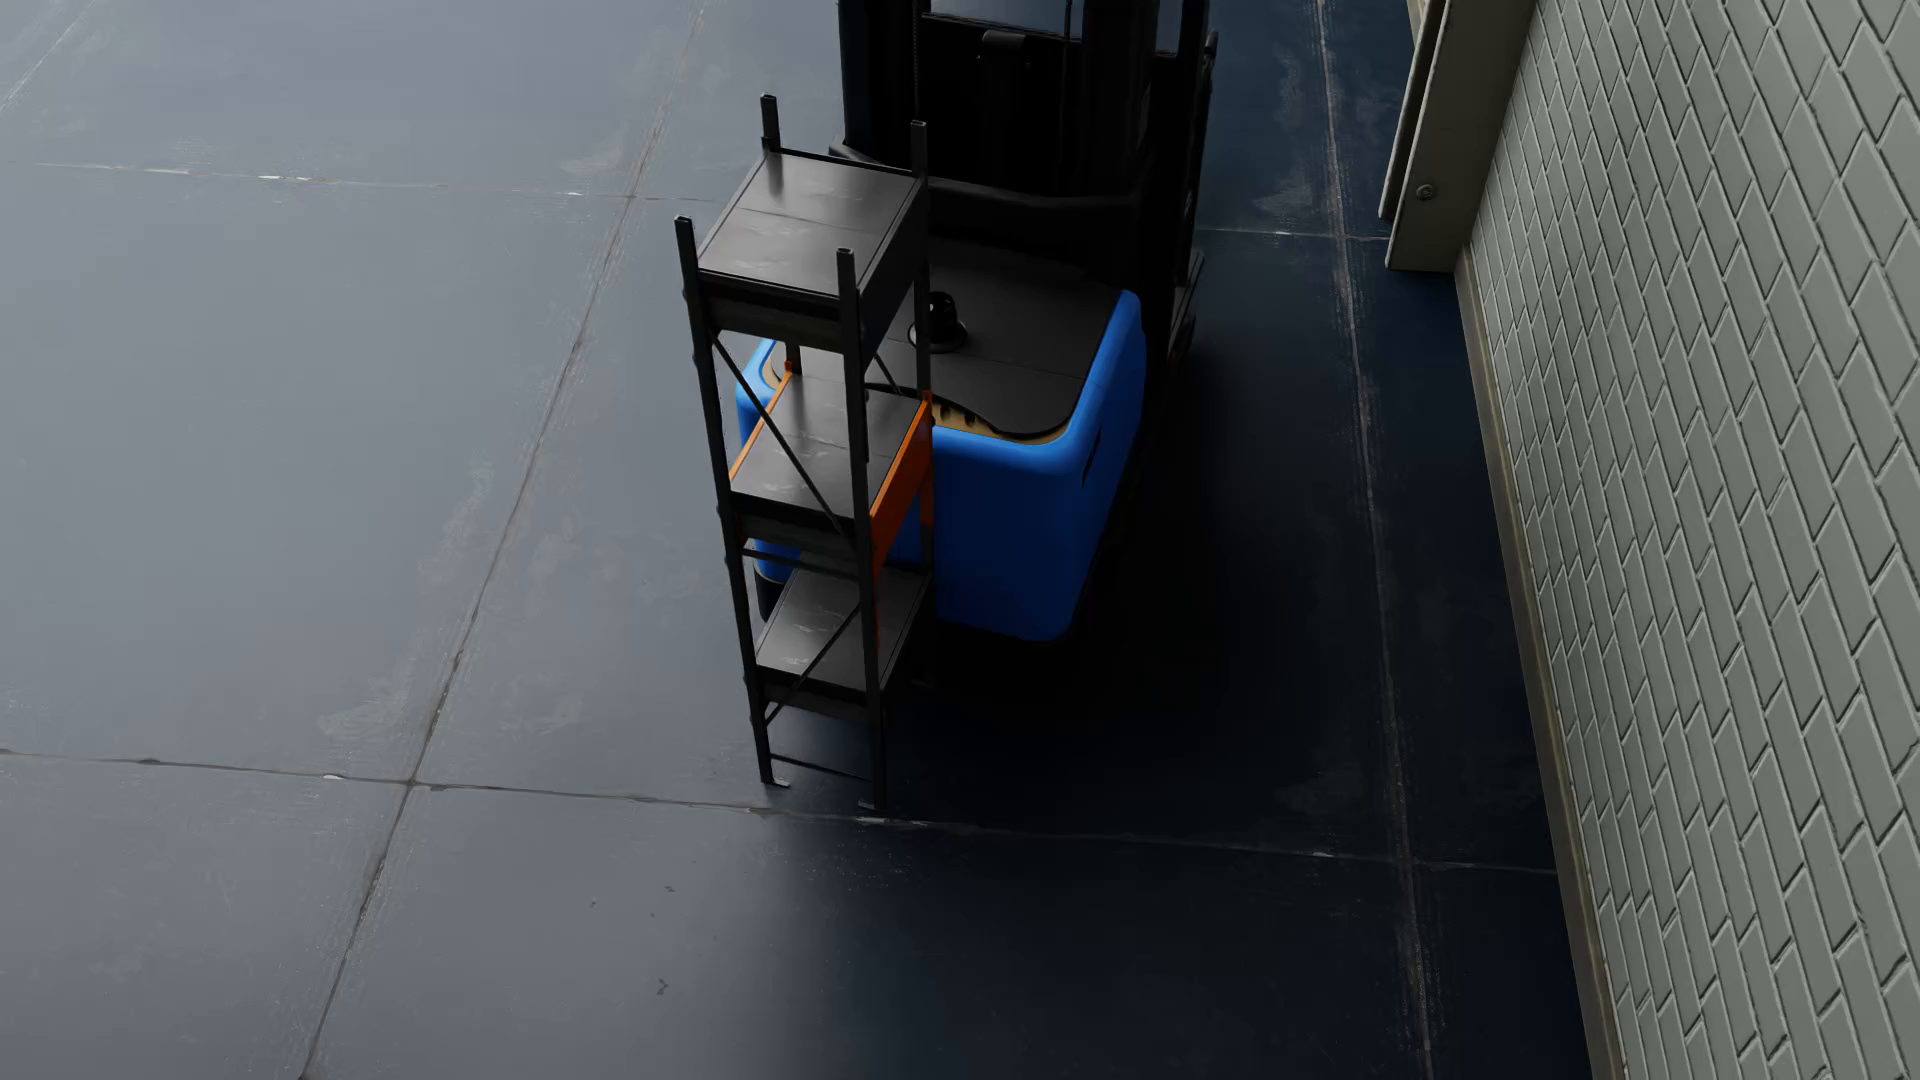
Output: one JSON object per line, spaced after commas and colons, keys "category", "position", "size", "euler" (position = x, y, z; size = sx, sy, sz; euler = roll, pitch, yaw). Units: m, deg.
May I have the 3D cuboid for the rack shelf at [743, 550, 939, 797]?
{"category": "rack shelf", "position": [-0.341, 0.377, 4.950], "size": [0.431, 0.518, 0.480], "euler": [13, 49, 12]}

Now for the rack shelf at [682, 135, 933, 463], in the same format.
{"category": "rack shelf", "position": [-0.341, -0.568, 3.916], "size": [0.431, 0.518, 0.480], "euler": [13, 49, 12]}

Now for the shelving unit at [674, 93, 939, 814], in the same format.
{"category": "shelving unit", "position": [-0.341, -0.105, 4.423], "size": [0.431, 2.100, 0.503], "euler": [13, 49, 12]}

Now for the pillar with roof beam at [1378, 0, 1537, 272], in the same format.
{"category": "pillar with roof beam", "position": [-2.383, -4.566, 3.828], "size": [9.100, 9.000, 0.400], "euler": [4, 48, 4]}

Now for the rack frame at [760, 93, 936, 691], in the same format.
{"category": "rack frame", "position": [-0.269, -0.277, 4.580], "size": [0.400, 2.100, 0.015], "euler": [13, 49, 12]}

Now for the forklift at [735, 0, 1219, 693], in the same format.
{"category": "forklift", "position": [0.266, -1.621, 5.247], "size": [1.130, 2.935, 3.031], "euler": [13, 49, 12]}

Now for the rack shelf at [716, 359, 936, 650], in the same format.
{"category": "rack shelf", "position": [-0.341, -0.096, 4.433], "size": [0.431, 0.518, 0.480], "euler": [13, 49, 12]}

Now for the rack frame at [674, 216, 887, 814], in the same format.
{"category": "rack frame", "position": [-0.414, 0.067, 4.266], "size": [0.400, 2.100, 0.015], "euler": [13, 49, 12]}
